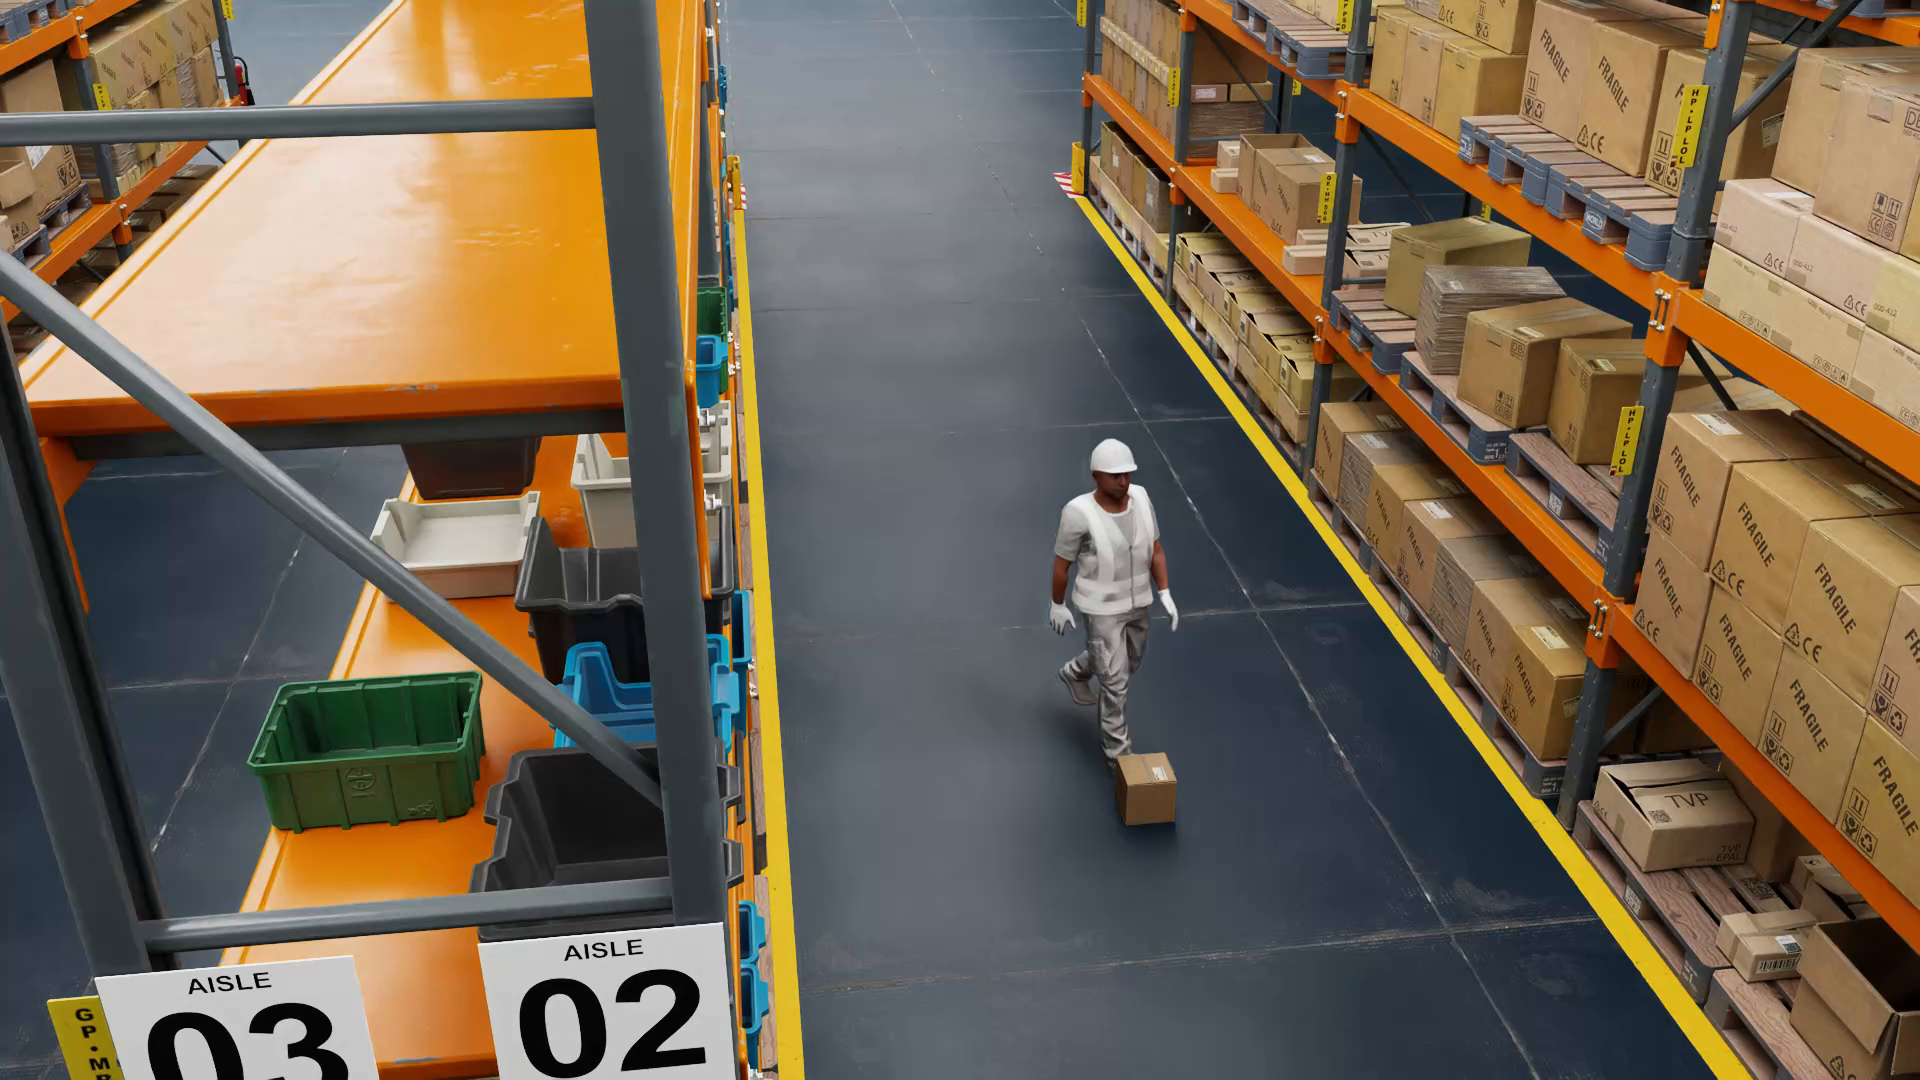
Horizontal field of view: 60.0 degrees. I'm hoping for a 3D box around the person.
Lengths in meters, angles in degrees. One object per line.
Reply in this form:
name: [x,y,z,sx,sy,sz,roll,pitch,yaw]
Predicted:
person: [0.790,0.324,8.480,0.558,1.756,0.985,-18,32,-32]
